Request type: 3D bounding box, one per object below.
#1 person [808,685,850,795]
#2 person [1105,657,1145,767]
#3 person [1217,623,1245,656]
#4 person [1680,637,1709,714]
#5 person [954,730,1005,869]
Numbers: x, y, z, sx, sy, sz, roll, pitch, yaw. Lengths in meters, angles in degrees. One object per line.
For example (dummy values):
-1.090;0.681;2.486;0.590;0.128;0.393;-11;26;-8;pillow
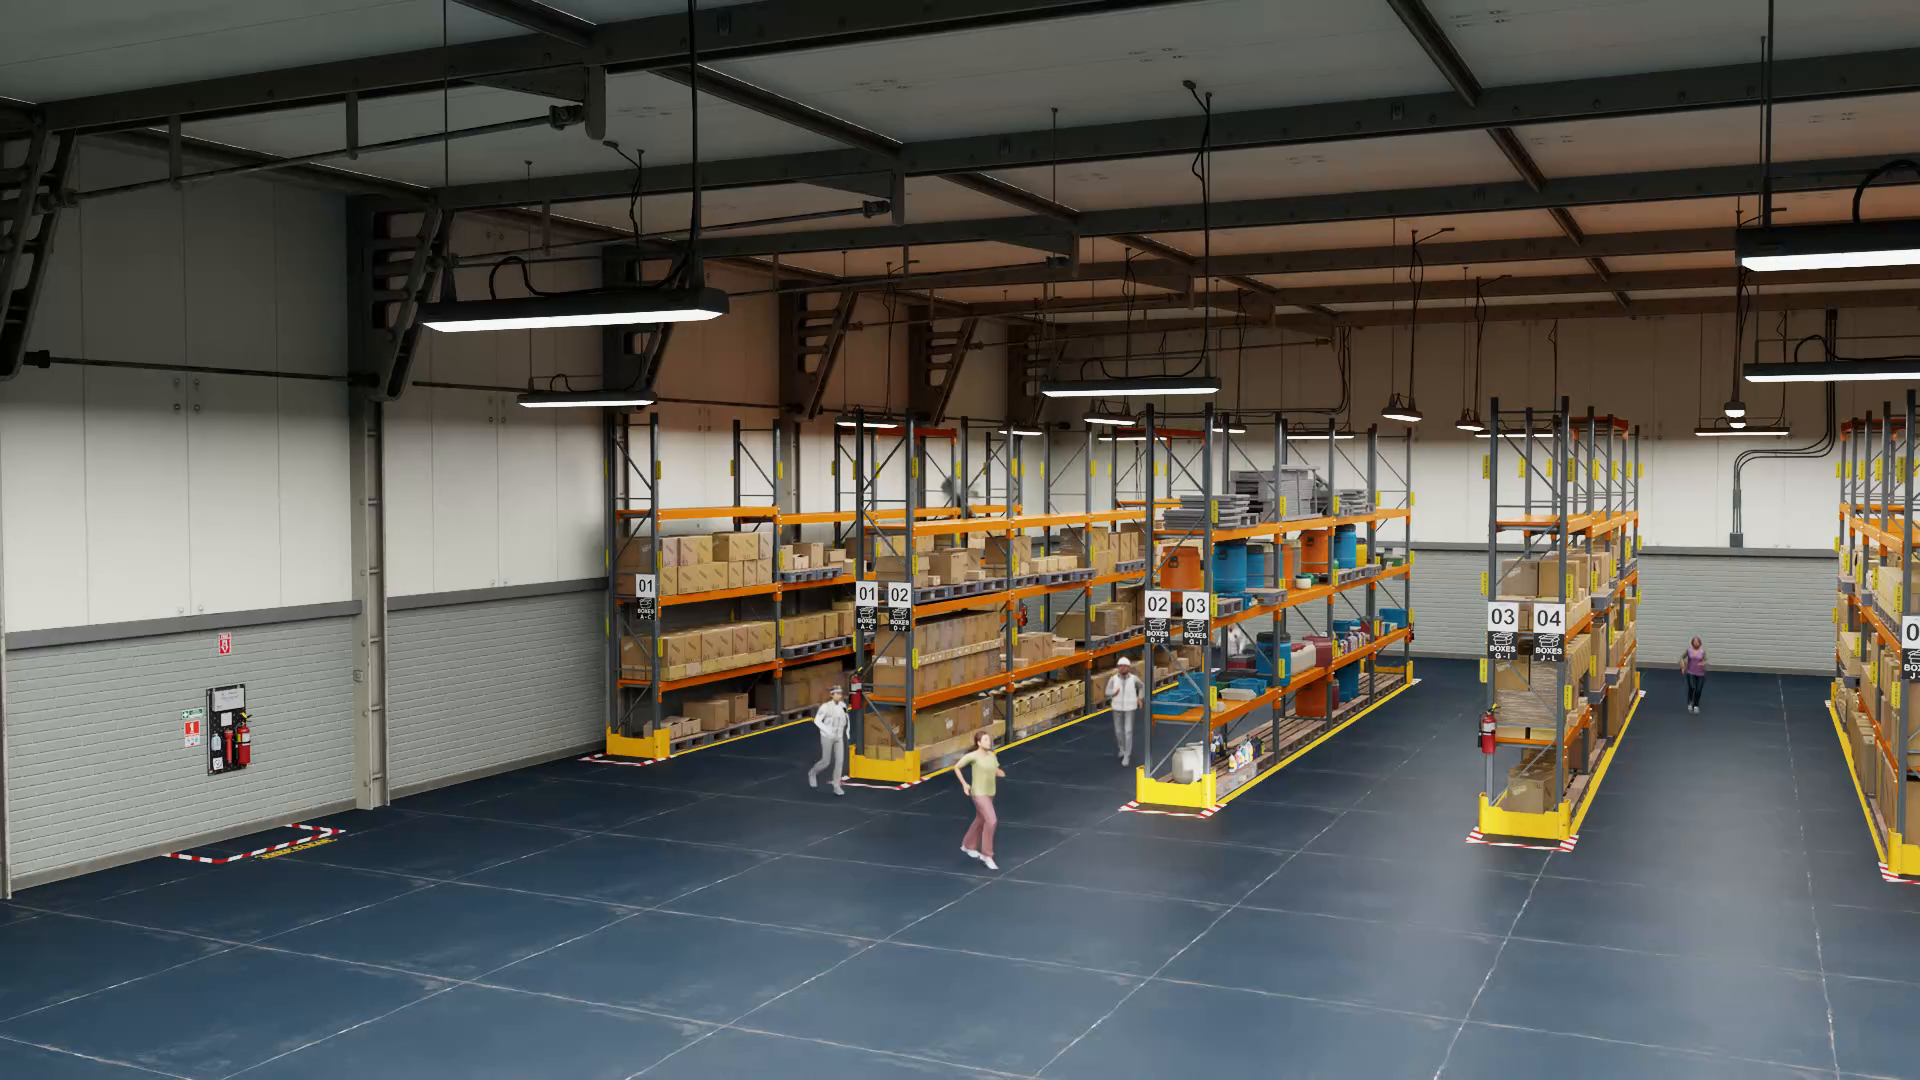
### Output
-1.991;3.072;25.890;0.808;1.674;0.670;2;3;44;person
2.803;2.902;28.386;0.643;1.795;0.906;1;2;16;person
6.113;2.591;37.555;0.614;1.660;0.687;1;2;13;person
15.033;2.776;34.021;0.509;1.573;0.658;1;3;17;person
0.271;3.325;21.115;0.743;1.629;0.544;2;3;39;person
